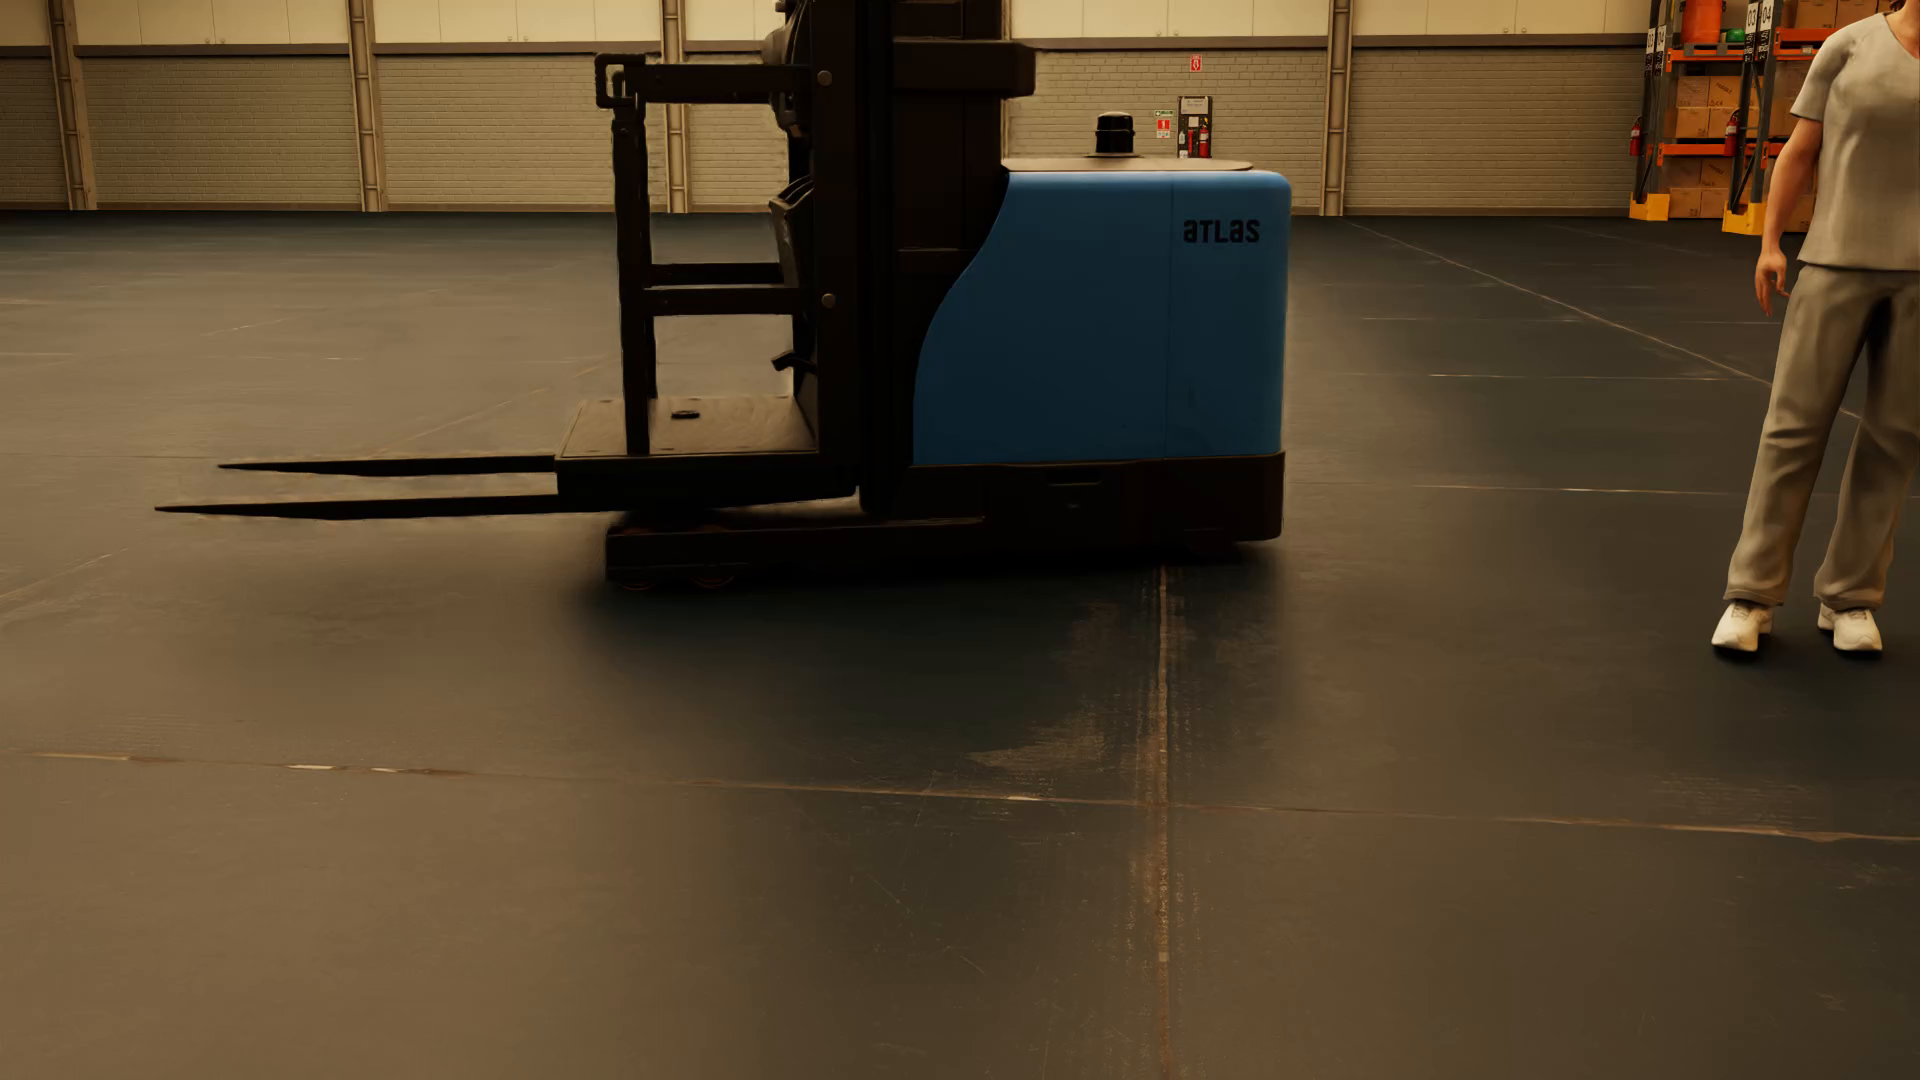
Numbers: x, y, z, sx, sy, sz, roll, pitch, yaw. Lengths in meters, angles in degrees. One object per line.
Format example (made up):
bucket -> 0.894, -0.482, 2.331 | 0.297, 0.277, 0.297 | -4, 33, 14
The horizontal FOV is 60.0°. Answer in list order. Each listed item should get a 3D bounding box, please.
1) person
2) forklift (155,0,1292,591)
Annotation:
person -> 2.069, -0.580, 3.722 | 0.544, 1.675, 0.550 | 6, 14, 24
forklift -> -0.652, -1.422, 4.589 | 3.031, 2.935, 1.130 | -2, 13, -9
